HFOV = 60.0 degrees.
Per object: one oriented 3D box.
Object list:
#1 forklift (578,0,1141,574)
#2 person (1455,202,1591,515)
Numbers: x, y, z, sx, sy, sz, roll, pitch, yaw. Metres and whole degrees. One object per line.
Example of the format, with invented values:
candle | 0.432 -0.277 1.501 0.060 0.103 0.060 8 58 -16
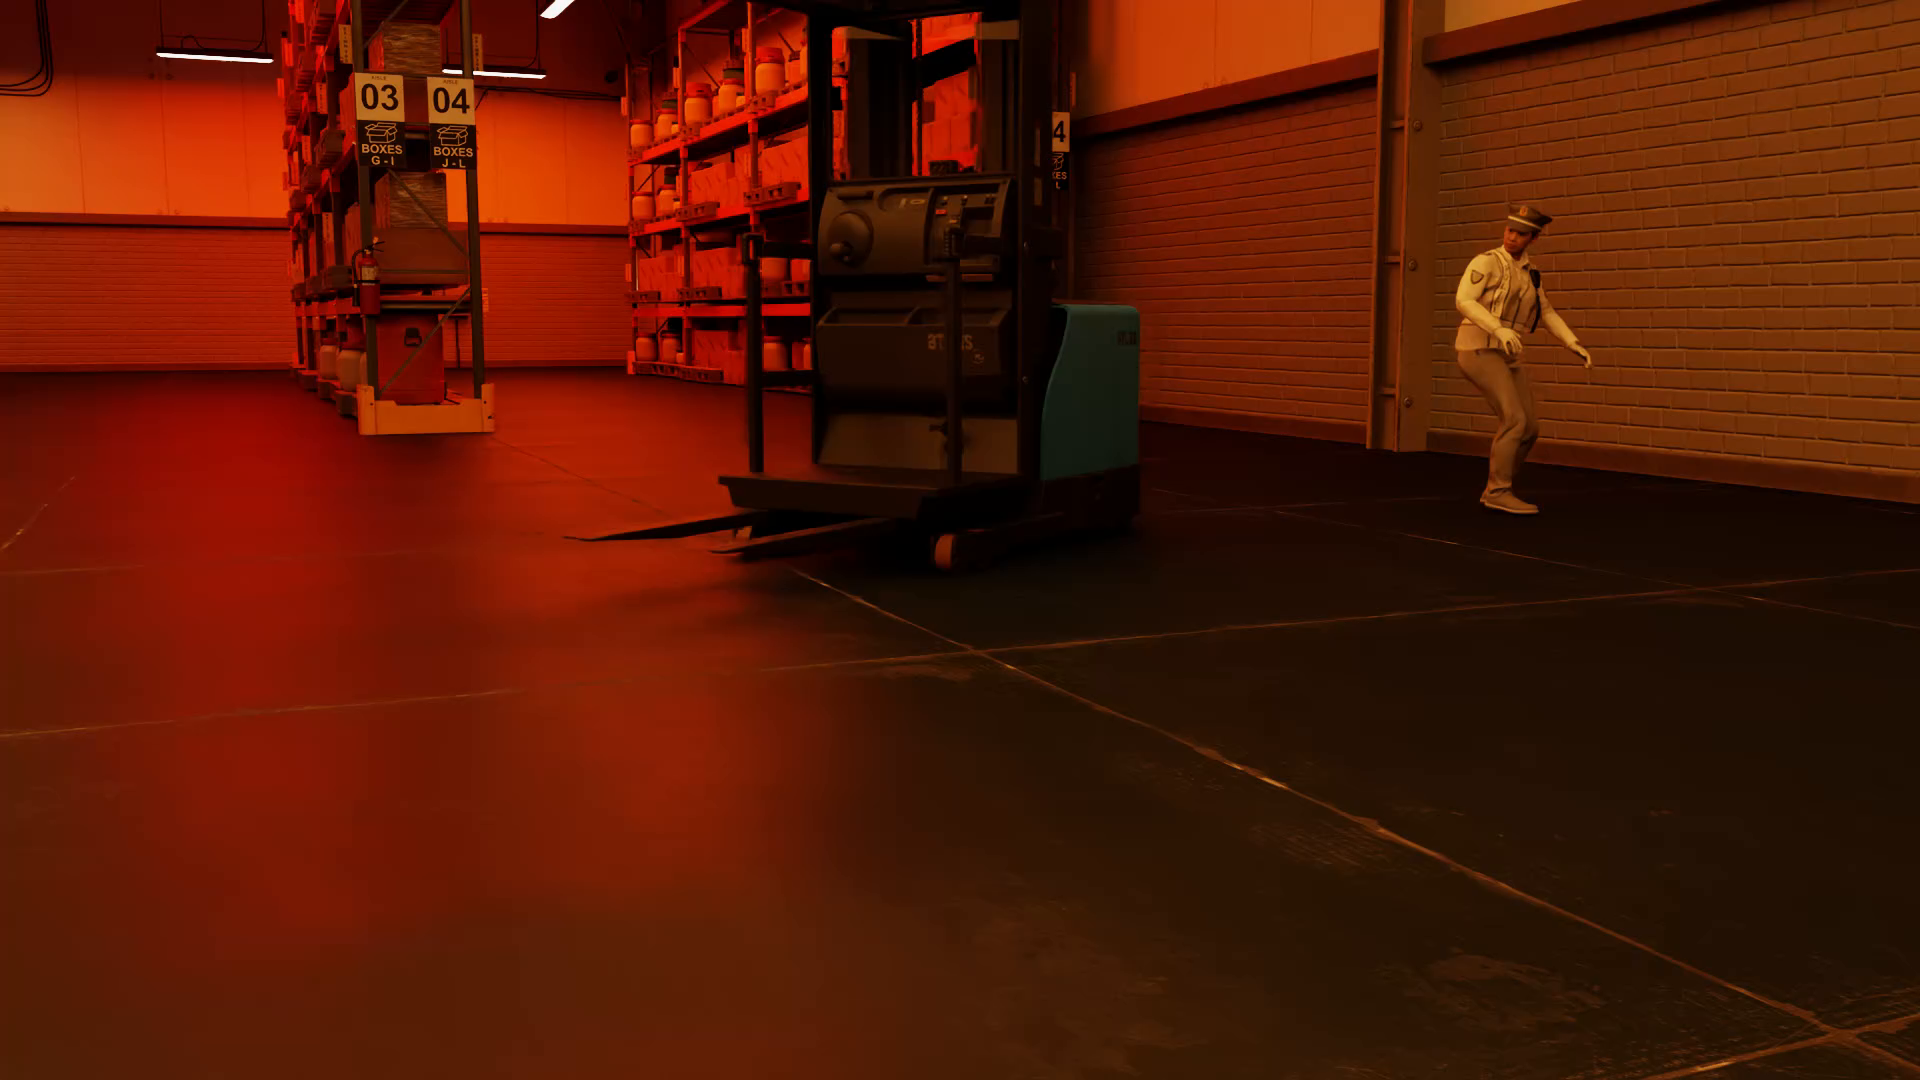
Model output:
forklift | -0.312 -1.385 6.942 1.130 2.935 3.031 4 9 31
person | 2.912 -0.936 8.708 0.732 1.633 0.561 -6 10 -40
